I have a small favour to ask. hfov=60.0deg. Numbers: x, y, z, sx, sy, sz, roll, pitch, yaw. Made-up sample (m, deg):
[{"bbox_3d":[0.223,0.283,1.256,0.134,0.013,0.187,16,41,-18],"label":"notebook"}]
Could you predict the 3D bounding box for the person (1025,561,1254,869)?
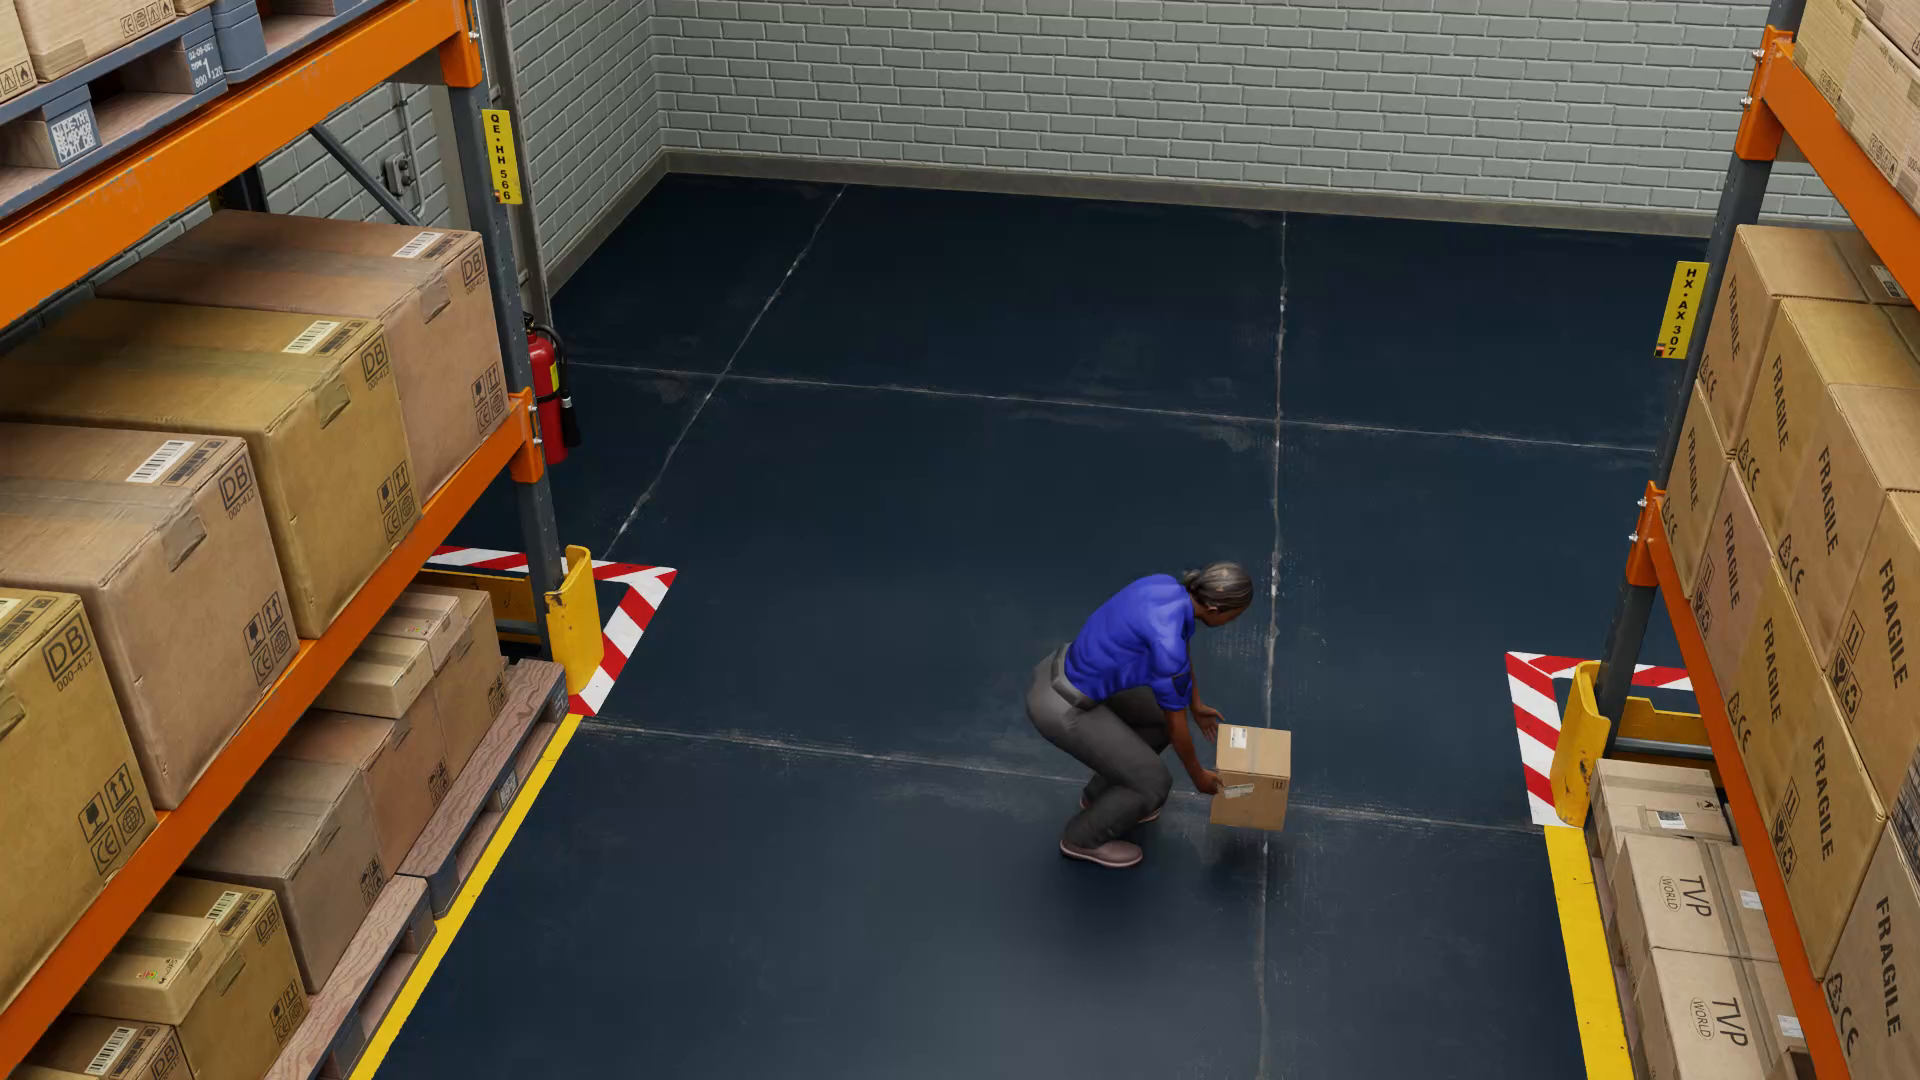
[{"bbox_3d":[0.599,0.558,5.730,0.726,1.168,0.500,5,33,8],"label":"person"}]
